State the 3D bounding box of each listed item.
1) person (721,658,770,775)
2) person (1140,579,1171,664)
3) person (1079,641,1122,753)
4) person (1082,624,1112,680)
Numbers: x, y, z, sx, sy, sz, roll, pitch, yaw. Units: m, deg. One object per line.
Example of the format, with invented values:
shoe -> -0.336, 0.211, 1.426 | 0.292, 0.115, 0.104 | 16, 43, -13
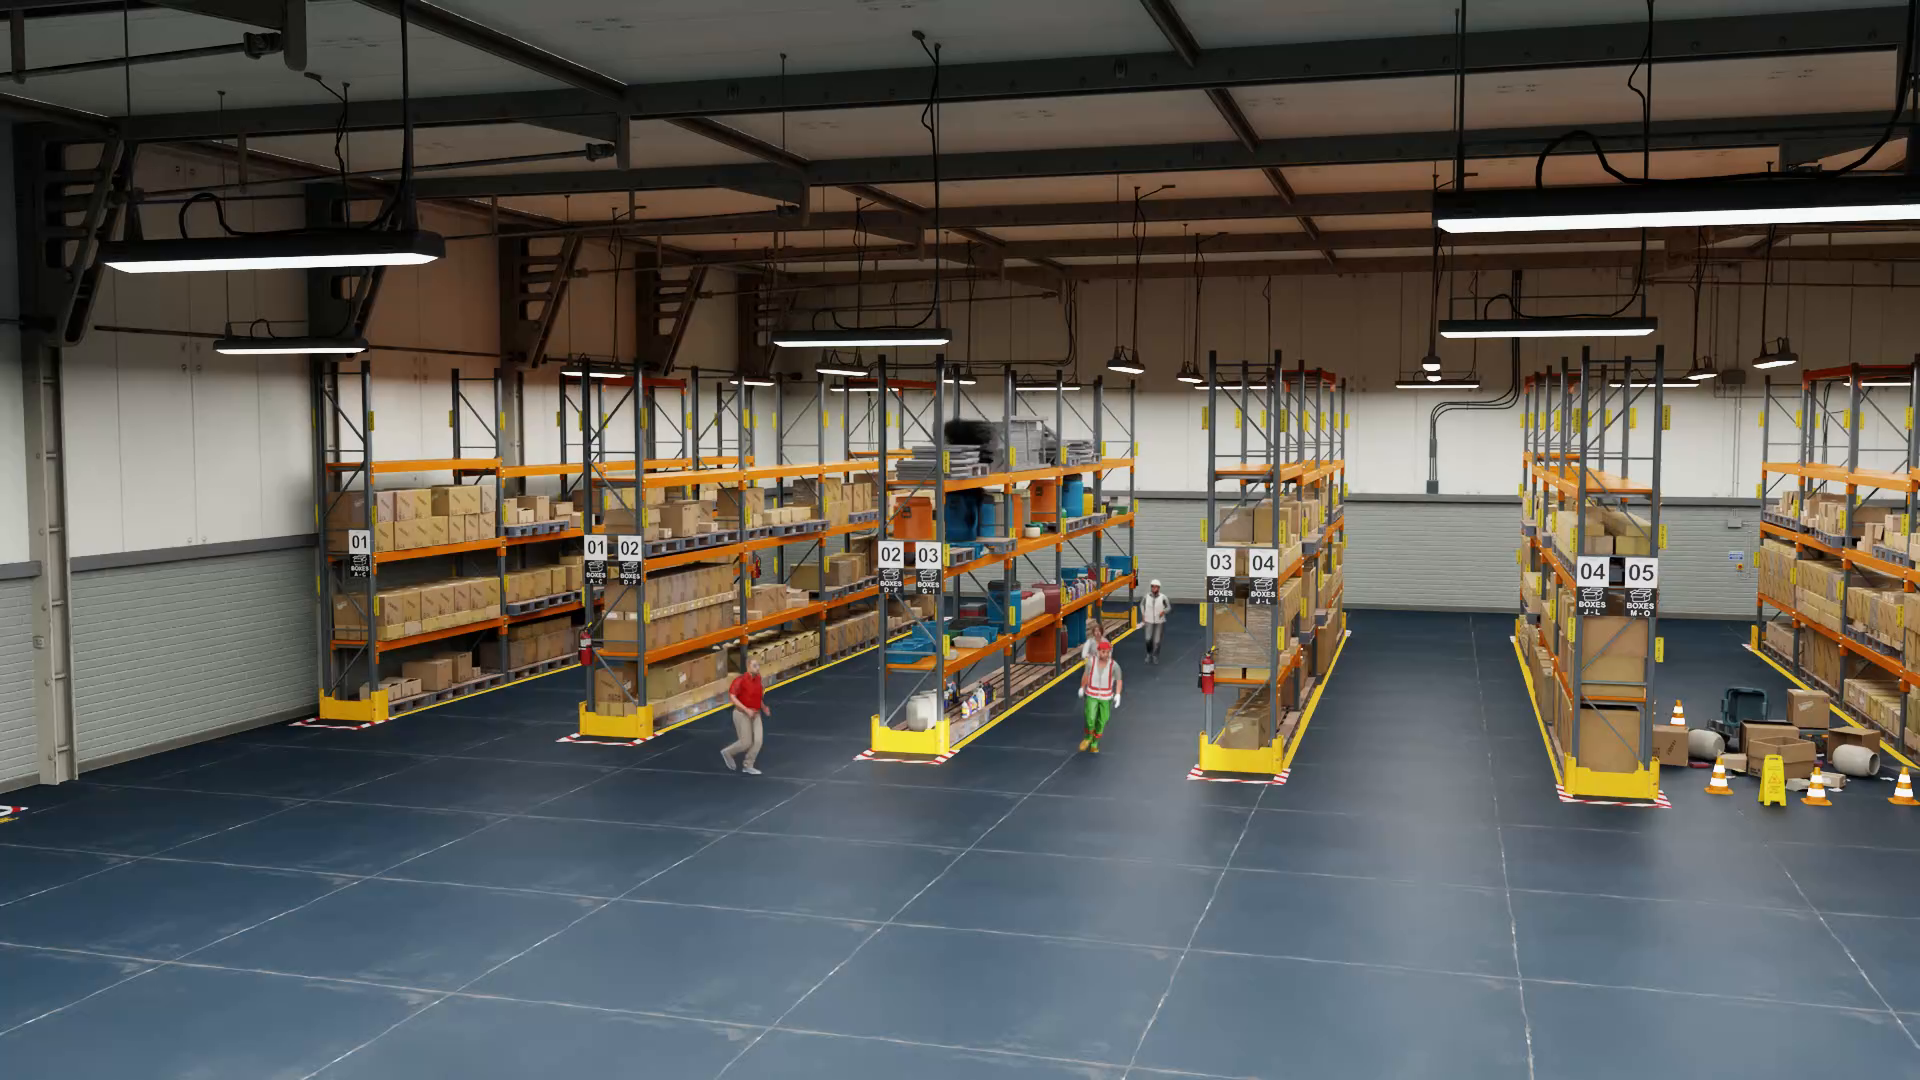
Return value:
person -> -3.062, 2.493, 23.620 | 0.688, 1.673, 0.662 | 3, 5, 37
person -> 4.005, 1.688, 34.159 | 0.658, 1.760, 0.669 | 1, 4, 10
person -> 2.102, 2.354, 24.857 | 0.632, 1.729, 0.712 | 0, 4, 0
person -> 2.288, 2.203, 27.767 | 0.540, 1.593, 0.861 | 0, 4, -1
